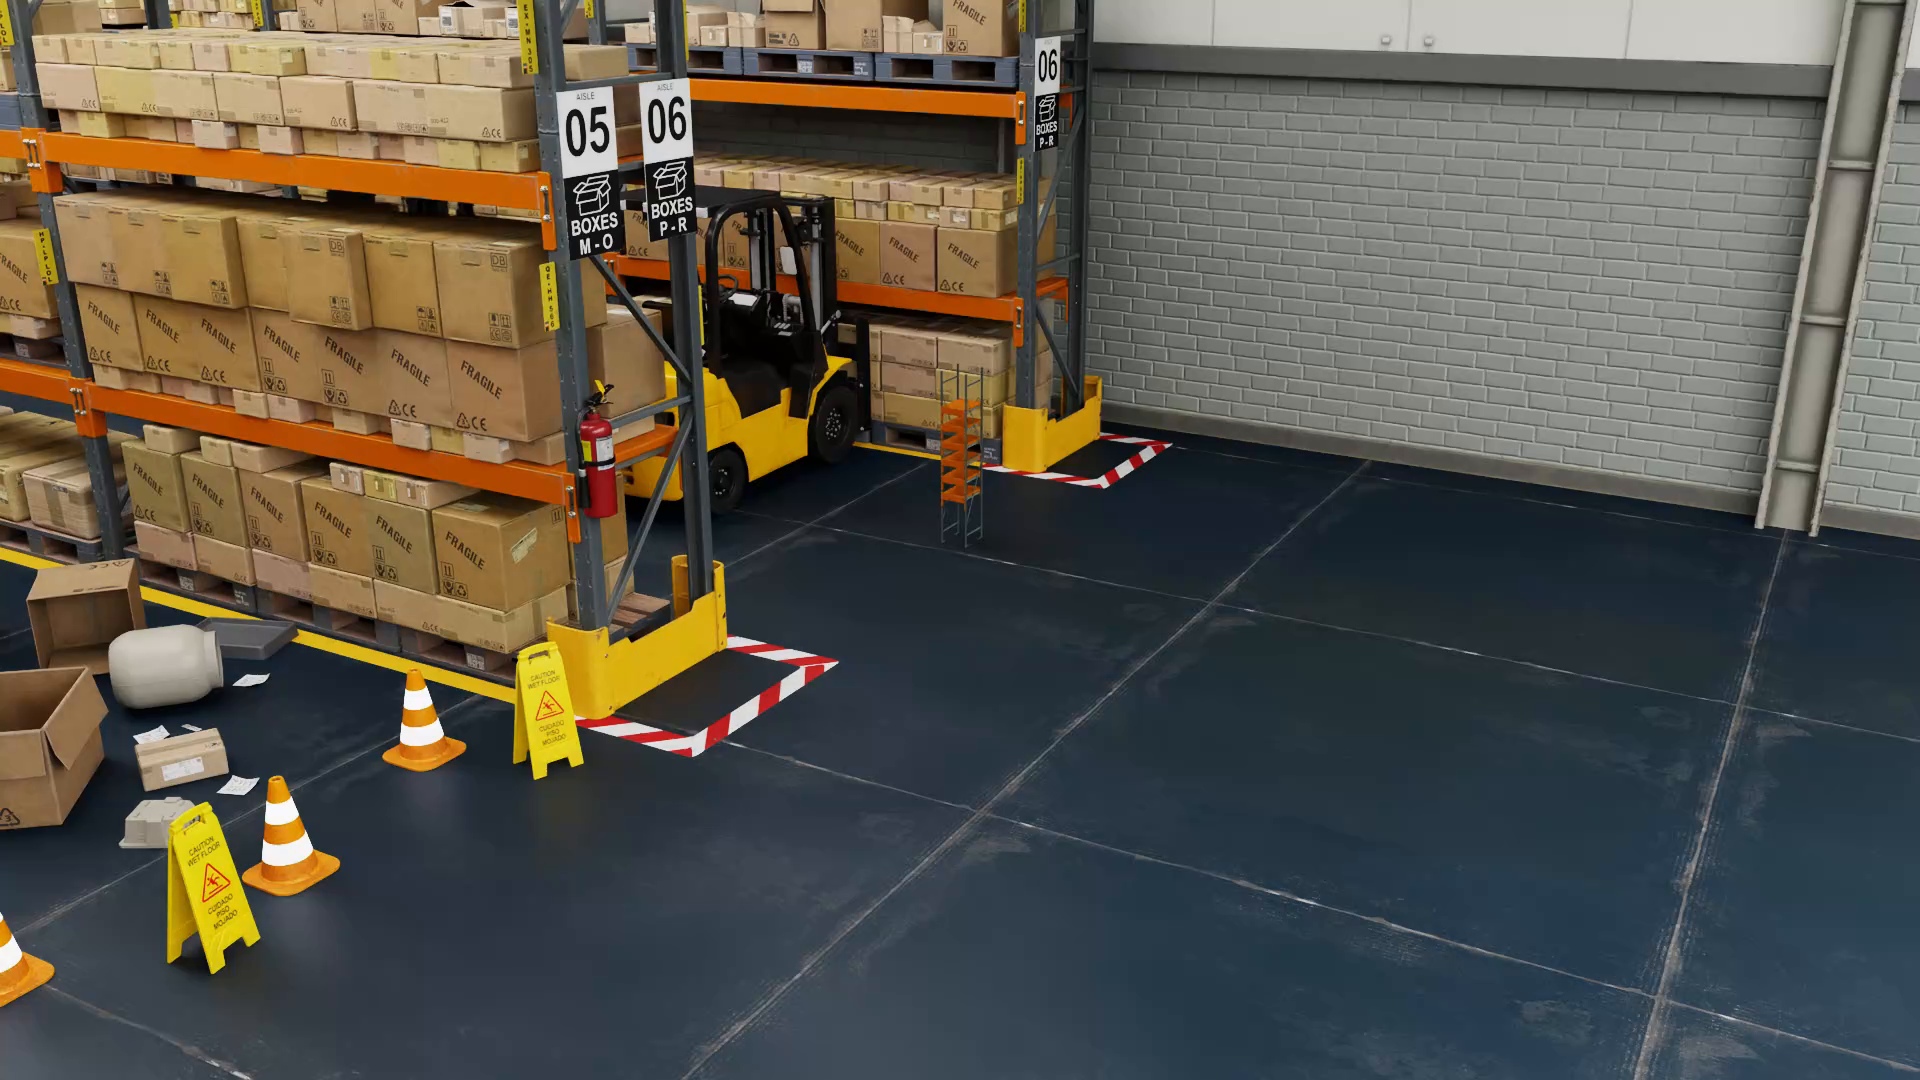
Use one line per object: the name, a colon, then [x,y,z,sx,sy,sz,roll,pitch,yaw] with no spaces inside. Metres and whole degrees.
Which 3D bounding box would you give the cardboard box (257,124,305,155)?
cardboard box: [-3.508,-2.156,8.879,0.250,0.149,0.380,10,22,27]

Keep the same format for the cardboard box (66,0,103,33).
cardboard box: [-5.944,-3.379,10.754,0.500,0.250,0.500,10,22,26]

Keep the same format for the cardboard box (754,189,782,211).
cardboard box: [-1.518,-2.788,13.555,0.250,0.149,0.380,10,22,26]

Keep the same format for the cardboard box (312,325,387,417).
cardboard box: [-3.175,-1.009,9.166,0.500,0.500,0.500,11,23,27]

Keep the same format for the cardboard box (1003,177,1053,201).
cardboard box: [0.531,-2.735,12.972,0.250,0.149,0.380,10,22,26]

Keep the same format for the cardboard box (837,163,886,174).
cardboard box: [-0.805,-3.001,13.705,0.250,0.149,0.380,11,23,28]

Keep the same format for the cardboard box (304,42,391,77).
cardboard box: [-3.196,-2.524,8.724,0.250,0.149,0.380,10,22,26]

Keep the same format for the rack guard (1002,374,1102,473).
rack guard: [0.741,-0.945,13.236,0.348,0.500,1.175,11,23,27]

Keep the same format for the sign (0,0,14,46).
sign: [-5.457,-2.983,9.456,0.005,0.325,0.100,11,23,27]

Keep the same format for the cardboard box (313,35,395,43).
cardboard box: [-3.406,-2.760,9.376,0.250,0.149,0.380,11,23,28]

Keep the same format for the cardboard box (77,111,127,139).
cardboard box: [-4.836,-2.417,9.599,0.250,0.149,0.380,11,23,27]

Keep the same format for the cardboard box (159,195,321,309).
cardboard box: [-4.050,-1.647,9.457,0.500,0.500,0.700,10,22,26]

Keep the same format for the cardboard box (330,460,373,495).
cardboard box: [-3.324,-0.392,9.411,0.250,0.149,0.380,12,23,30]

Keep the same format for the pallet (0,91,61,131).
pallet: [-5.676,-2.767,10.471,1.003,0.211,1.213,11,23,27]

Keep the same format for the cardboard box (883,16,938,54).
cardboard box: [-0.372,-3.805,12.491,0.258,0.266,0.396,11,23,27]

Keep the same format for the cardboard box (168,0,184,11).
cardboard box: [-7.619,-5.265,16.280,0.250,0.149,0.380,10,22,26]

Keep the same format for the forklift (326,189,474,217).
forklift: [-3.841,-1.950,12.443,3.031,2.935,1.130,11,23,28]

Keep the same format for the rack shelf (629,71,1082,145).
rack shelf: [-1.026,-3.528,13.349,4.000,0.370,1.077,11,23,27]

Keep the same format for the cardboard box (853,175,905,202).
cardboard box: [-0.630,-2.753,13.023,0.250,0.149,0.380,11,23,29]

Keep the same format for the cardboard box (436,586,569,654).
cardboard box: [-2.555,0.391,9.304,0.500,0.250,0.500,11,23,27]

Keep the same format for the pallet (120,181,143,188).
pallet: [-7.964,-3.686,17.409,1.213,0.211,1.003,11,23,27]

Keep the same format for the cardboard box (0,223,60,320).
cardboard box: [-5.704,-1.703,10.464,0.500,0.500,0.500,10,22,26]

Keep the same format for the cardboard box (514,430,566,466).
cardboard box: [-2.128,-0.526,8.785,0.250,0.149,0.380,12,23,29]

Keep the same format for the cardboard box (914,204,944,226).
cardboard box: [-0.153,-2.545,12.884,0.250,0.149,0.380,11,23,28]

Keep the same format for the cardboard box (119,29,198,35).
cardboard box: [-4.806,-2.990,10.009,0.250,0.149,0.380,11,23,28]

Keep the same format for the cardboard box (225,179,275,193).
cardboard box: [-7.024,-3.529,16.446,0.250,0.149,0.380,11,23,28]

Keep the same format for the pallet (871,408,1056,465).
pallet: [0.032,-0.928,13.613,1.213,0.211,1.003,11,23,27]

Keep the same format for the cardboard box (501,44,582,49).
cardboard box: [-2.136,-2.469,8.574,0.250,0.149,0.380,11,23,27]

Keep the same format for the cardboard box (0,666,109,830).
cardboard box: [-4.465,0.990,7.899,0.637,0.503,0.797,-4,20,-10]

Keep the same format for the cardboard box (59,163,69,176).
cardboard box: [-9.443,-4.217,17.829,0.500,0.500,0.700,11,23,29]

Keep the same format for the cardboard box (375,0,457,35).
cardboard box: [-4.862,-4.793,14.873,0.500,0.500,0.500,11,23,29]

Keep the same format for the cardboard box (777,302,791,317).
cardboard box: [-1.621,-1.823,13.941,0.500,0.250,0.500,12,23,29]

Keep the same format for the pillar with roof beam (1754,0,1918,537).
pillar with roof beam: [3.691,-3.049,6.573,0.400,9.000,9.100,11,23,27]

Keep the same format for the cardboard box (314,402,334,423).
cardboard box: [-3.453,-0.786,9.501,0.250,0.149,0.380,11,23,27]

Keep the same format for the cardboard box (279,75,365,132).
cardboard box: [-3.169,-2.299,8.688,0.500,0.250,0.500,12,23,29]

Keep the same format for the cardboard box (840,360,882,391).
cardboard box: [-0.750,-1.418,13.558,0.500,0.250,0.500,10,22,26]

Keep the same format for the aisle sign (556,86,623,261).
aisle sign: [-1.784,-1.771,8.036,0.004,0.787,0.394,11,23,27]

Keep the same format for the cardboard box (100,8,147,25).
cardboard box: [-8.334,-5.240,16.618,0.250,0.149,0.380,11,23,28]

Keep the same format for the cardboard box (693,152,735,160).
cardboard box: [-2.147,-3.264,14.429,0.250,0.149,0.380,10,22,26]

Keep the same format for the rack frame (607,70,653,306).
rack frame: [-2.772,-2.789,14.655,0.127,3.000,1.000,11,23,27]

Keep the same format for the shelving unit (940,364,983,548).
shelving unit: [0.013,-0.562,11.154,0.189,1.200,0.258,11,23,27]

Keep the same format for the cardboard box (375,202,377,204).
cardboard box: [-5.559,-3.152,15.876,0.500,0.250,0.500,10,22,26]

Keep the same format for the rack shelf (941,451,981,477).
rack shelf: [0.013,-0.520,11.169,0.180,0.103,0.258,11,23,27]

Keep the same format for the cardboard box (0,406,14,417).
cardboard box: [-7.545,-0.721,12.191,0.625,0.372,0.950,10,22,26]

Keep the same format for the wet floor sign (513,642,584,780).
wet floor sign: [-2.053,0.811,8.182,0.267,0.644,0.232,-16,26,-38]

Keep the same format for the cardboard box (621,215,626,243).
cardboard box: [-3.073,-2.882,15.132,0.500,0.250,0.500,11,23,28]

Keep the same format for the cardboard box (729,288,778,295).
cardboard box: [-1.798,-2.060,14.595,0.500,0.250,0.500,10,22,27]

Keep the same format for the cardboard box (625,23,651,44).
cardboard box: [-2.528,-4.160,13.643,0.250,0.149,0.380,11,23,28]

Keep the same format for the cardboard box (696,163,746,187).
cardboard box: [-1.964,-3.010,13.729,0.250,0.149,0.380,11,23,28]

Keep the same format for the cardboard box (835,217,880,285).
cardboard box: [-0.733,-2.349,13.294,0.500,0.500,0.500,10,22,26]

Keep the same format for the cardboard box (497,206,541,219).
cardboard box: [-3.778,-3.042,14.840,0.500,0.250,0.500,10,22,26]

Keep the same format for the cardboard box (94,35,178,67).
cardboard box: [-4.606,-2.747,9.339,0.250,0.149,0.380,10,22,26]

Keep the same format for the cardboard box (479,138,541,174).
cardboard box: [-2.145,-1.914,8.211,0.250,0.149,0.380,11,23,28]

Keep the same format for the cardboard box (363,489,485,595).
cardboard box: [-2.981,-0.044,9.405,0.500,0.500,0.500,12,23,29]

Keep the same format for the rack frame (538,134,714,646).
rack frame: [-1.697,-0.645,8.746,0.127,3.000,1.000,11,23,27]

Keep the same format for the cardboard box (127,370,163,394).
cardboard box: [-4.825,-1.018,10.142,0.250,0.149,0.380,12,23,29]

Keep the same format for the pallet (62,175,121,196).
pallet: [-9.111,-3.864,17.899,1.213,0.211,1.003,11,23,27]

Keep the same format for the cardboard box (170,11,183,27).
cardboard box: [-7.556,-5.153,16.409,0.250,0.149,0.380,11,23,28]
